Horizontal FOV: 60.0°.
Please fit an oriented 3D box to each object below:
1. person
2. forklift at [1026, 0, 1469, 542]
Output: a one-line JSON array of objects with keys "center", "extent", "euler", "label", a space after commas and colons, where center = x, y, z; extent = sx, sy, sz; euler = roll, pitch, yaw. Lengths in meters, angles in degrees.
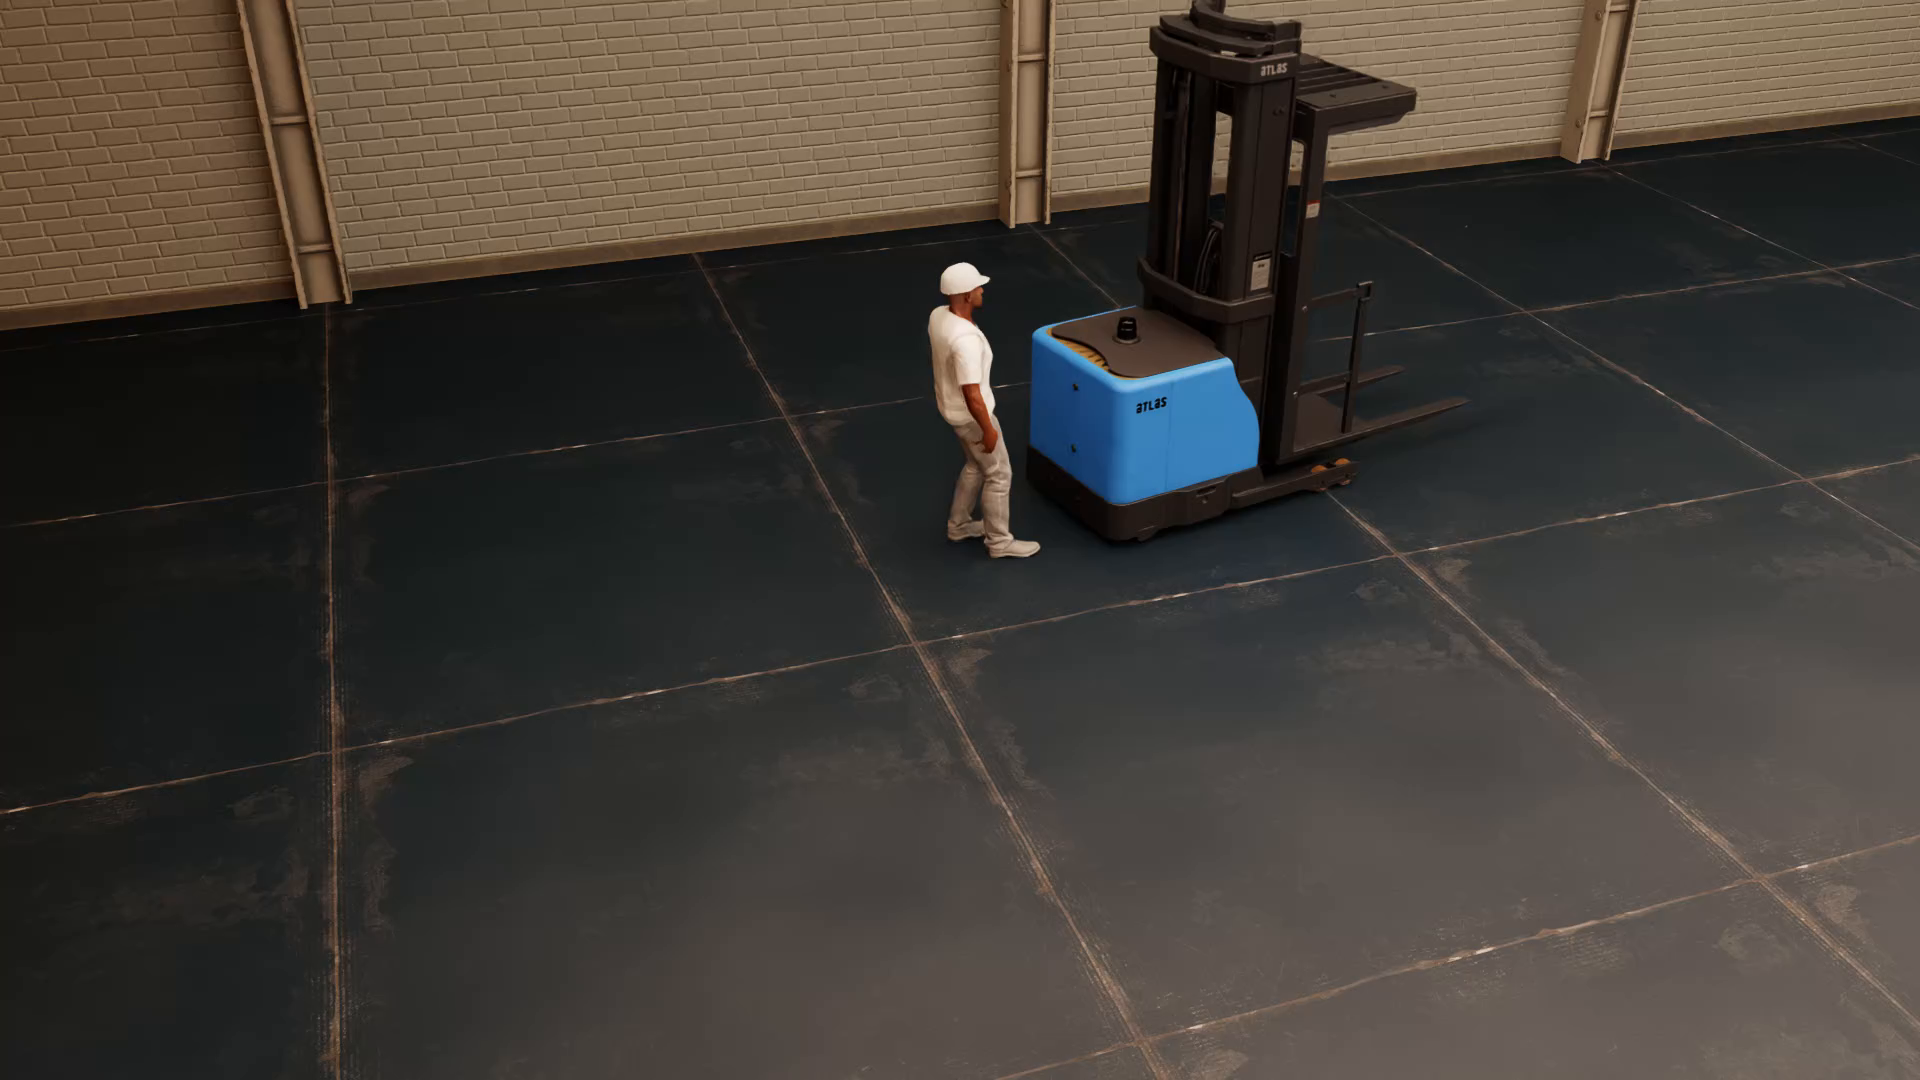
[{"center": [0.053, -0.791, 9.604], "extent": [0.422, 1.683, 0.708], "euler": [-7, 31, -13], "label": "person"}, {"center": [1.958, -1.787, 10.193], "extent": [3.031, 2.935, 1.130], "euler": [-16, 34, -26], "label": "forklift"}]
